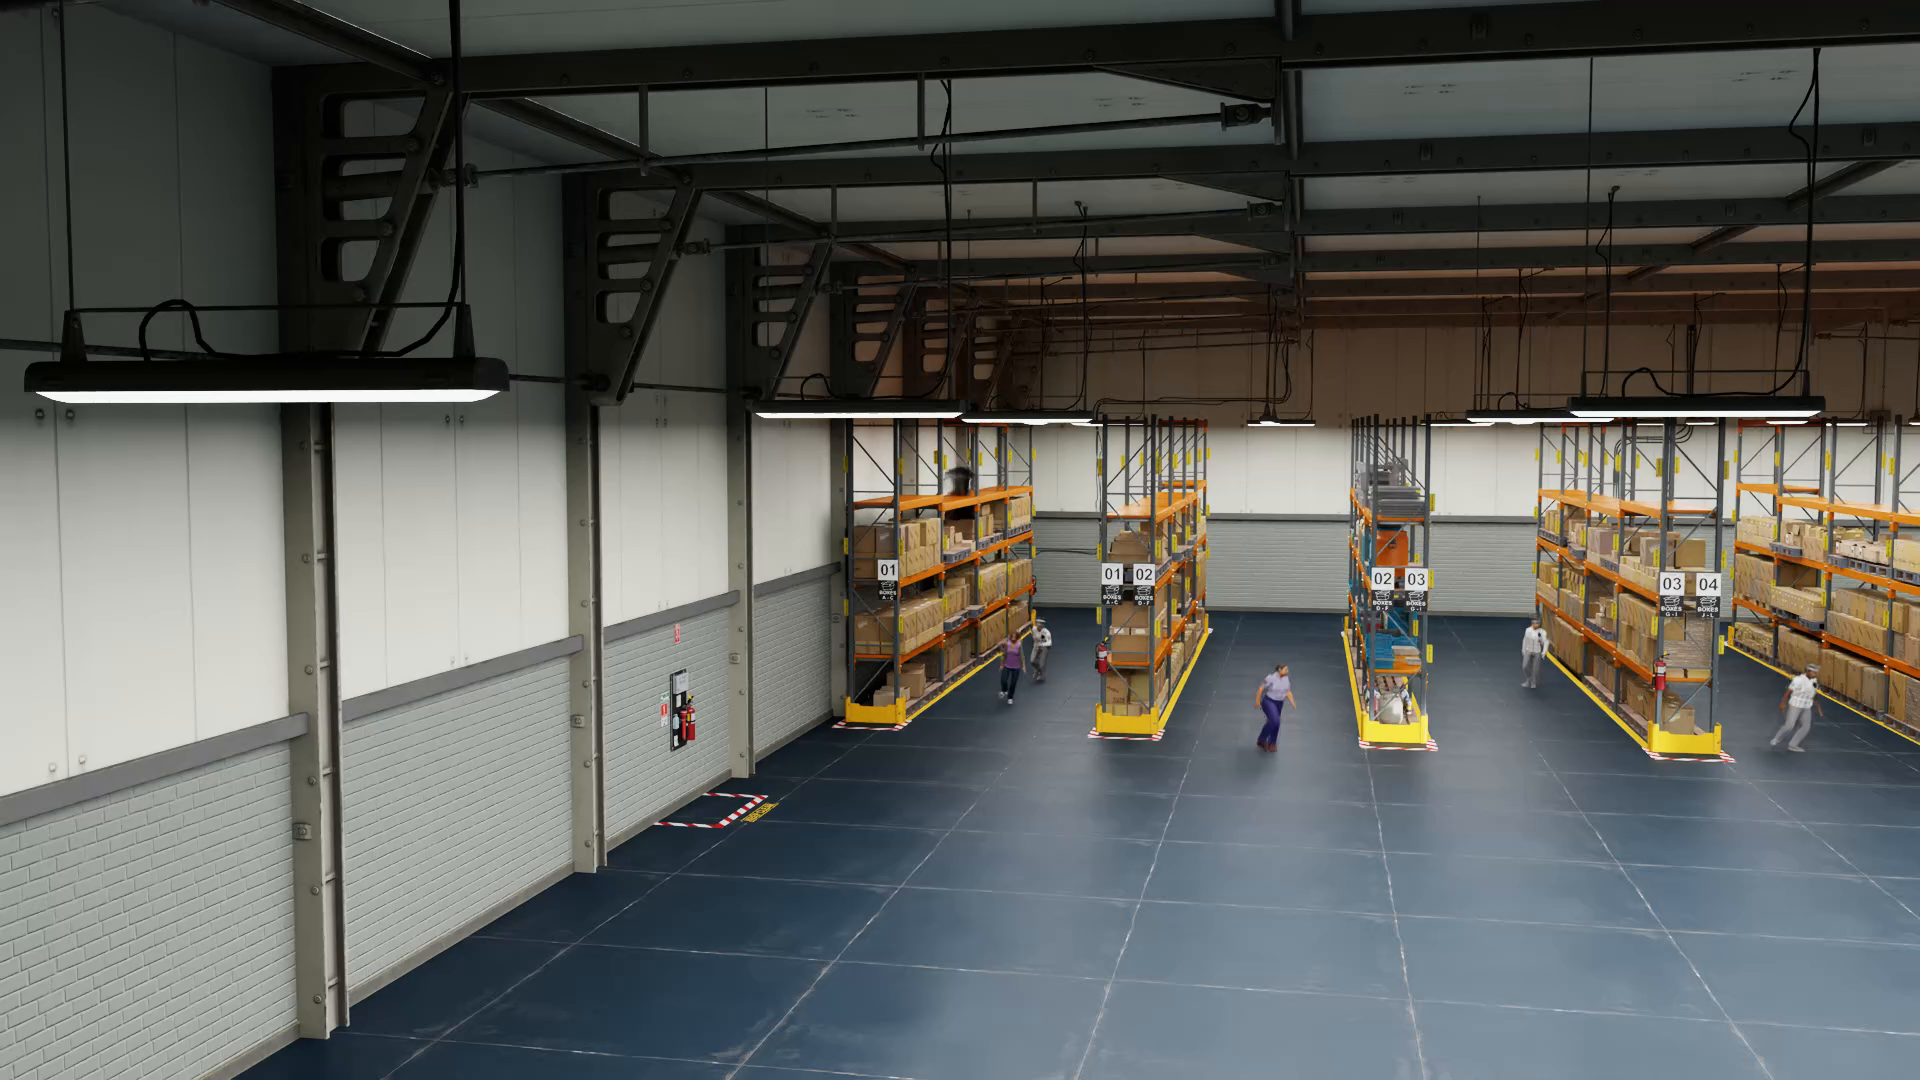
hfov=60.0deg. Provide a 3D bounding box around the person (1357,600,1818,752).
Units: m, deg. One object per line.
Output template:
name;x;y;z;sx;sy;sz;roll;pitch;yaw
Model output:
person;12.391;2.577;34.878;3.581;1.639;11.980;-1;4;-10

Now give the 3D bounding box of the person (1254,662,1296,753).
person;5.592;2.947;29.635;0.583;1.600;0.745;-3;5;-33

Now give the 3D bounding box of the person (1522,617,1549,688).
person;12.628;2.477;36.522;0.606;1.613;0.686;2;4;26

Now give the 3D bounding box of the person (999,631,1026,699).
person;1.102;2.604;34.526;0.584;1.467;0.496;0;4;7

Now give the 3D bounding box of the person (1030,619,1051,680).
person;1.825;2.486;37.654;0.600;1.436;0.961;1;4;20
